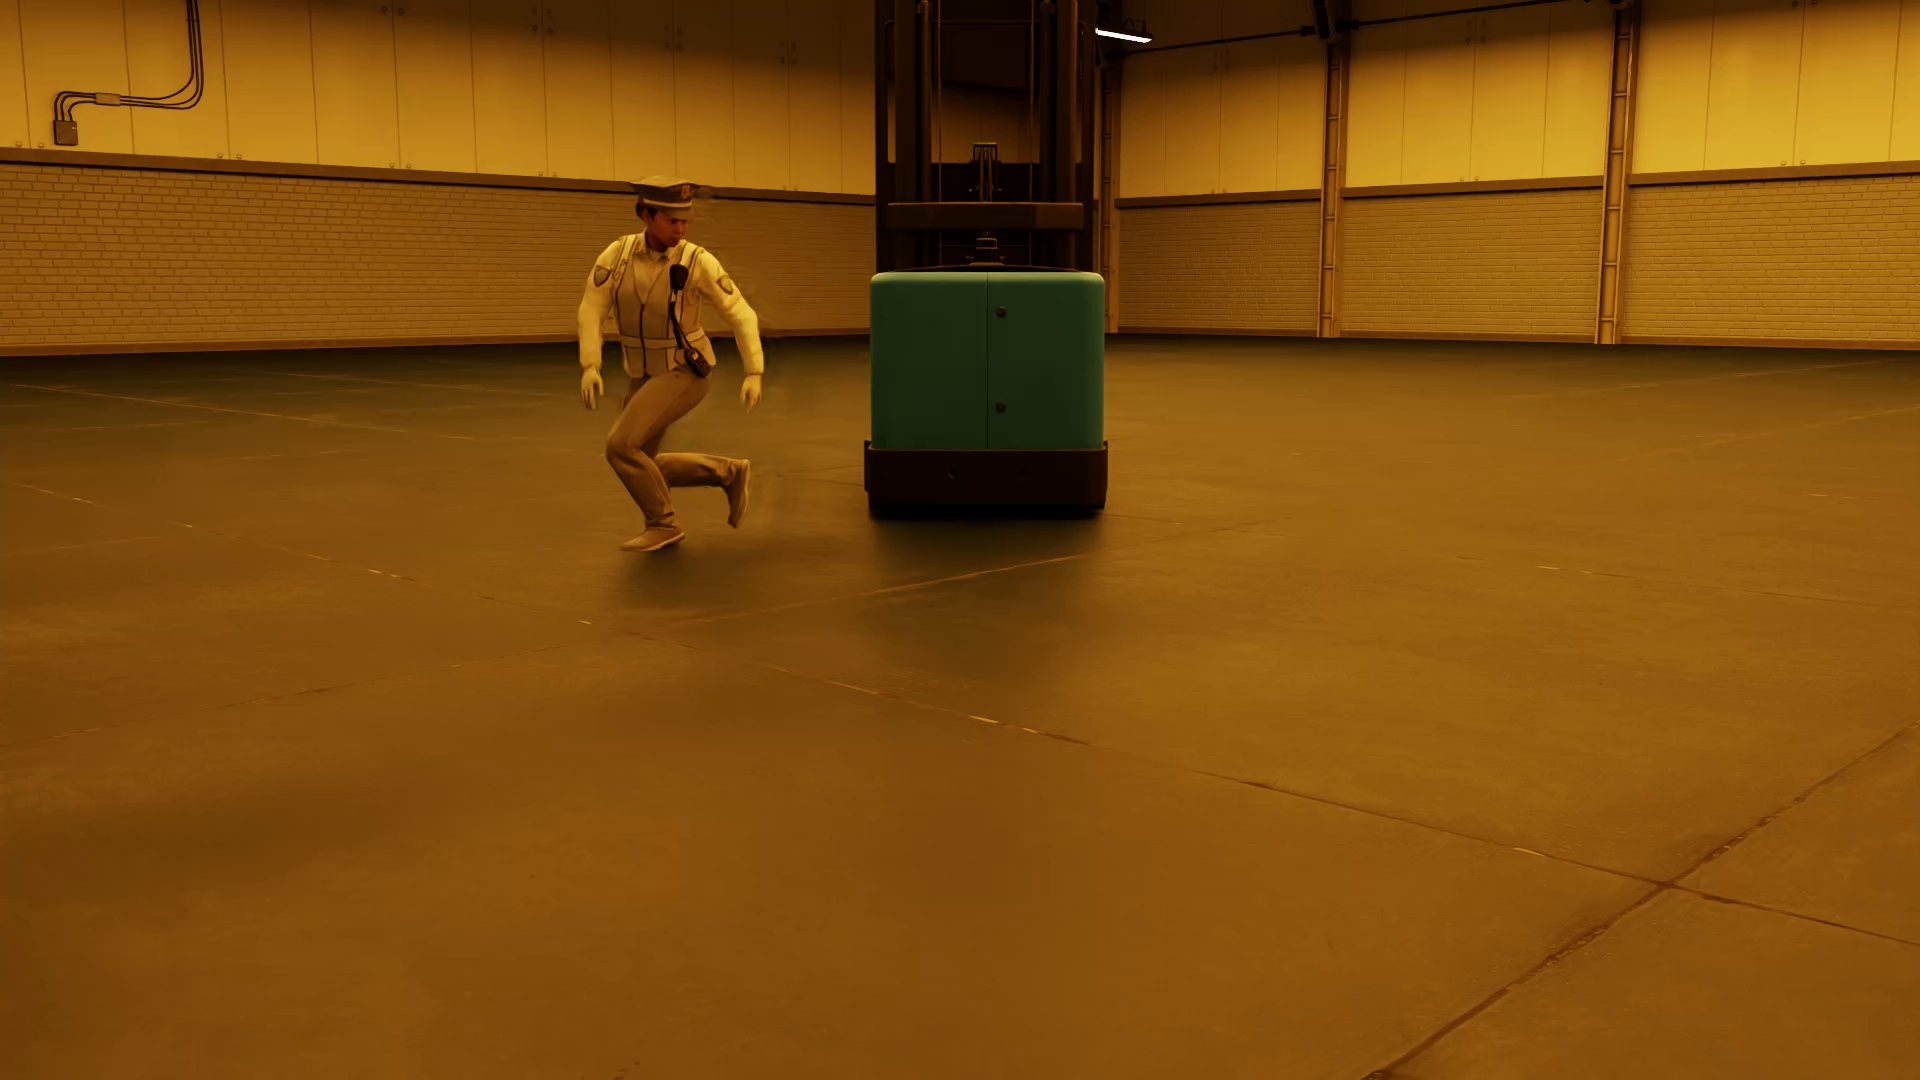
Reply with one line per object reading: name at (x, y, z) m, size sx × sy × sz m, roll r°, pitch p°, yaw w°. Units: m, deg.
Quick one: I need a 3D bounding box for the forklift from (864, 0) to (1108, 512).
forklift at (0.123, -1.757, 8.541) m, size 1.130 × 2.935 × 3.031 m, roll 0°, pitch 9°, yaw 0°

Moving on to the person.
person at (-1.080, -0.668, 6.482) m, size 0.573 × 1.440 × 0.775 m, roll 6°, pitch 11°, yaw 36°
